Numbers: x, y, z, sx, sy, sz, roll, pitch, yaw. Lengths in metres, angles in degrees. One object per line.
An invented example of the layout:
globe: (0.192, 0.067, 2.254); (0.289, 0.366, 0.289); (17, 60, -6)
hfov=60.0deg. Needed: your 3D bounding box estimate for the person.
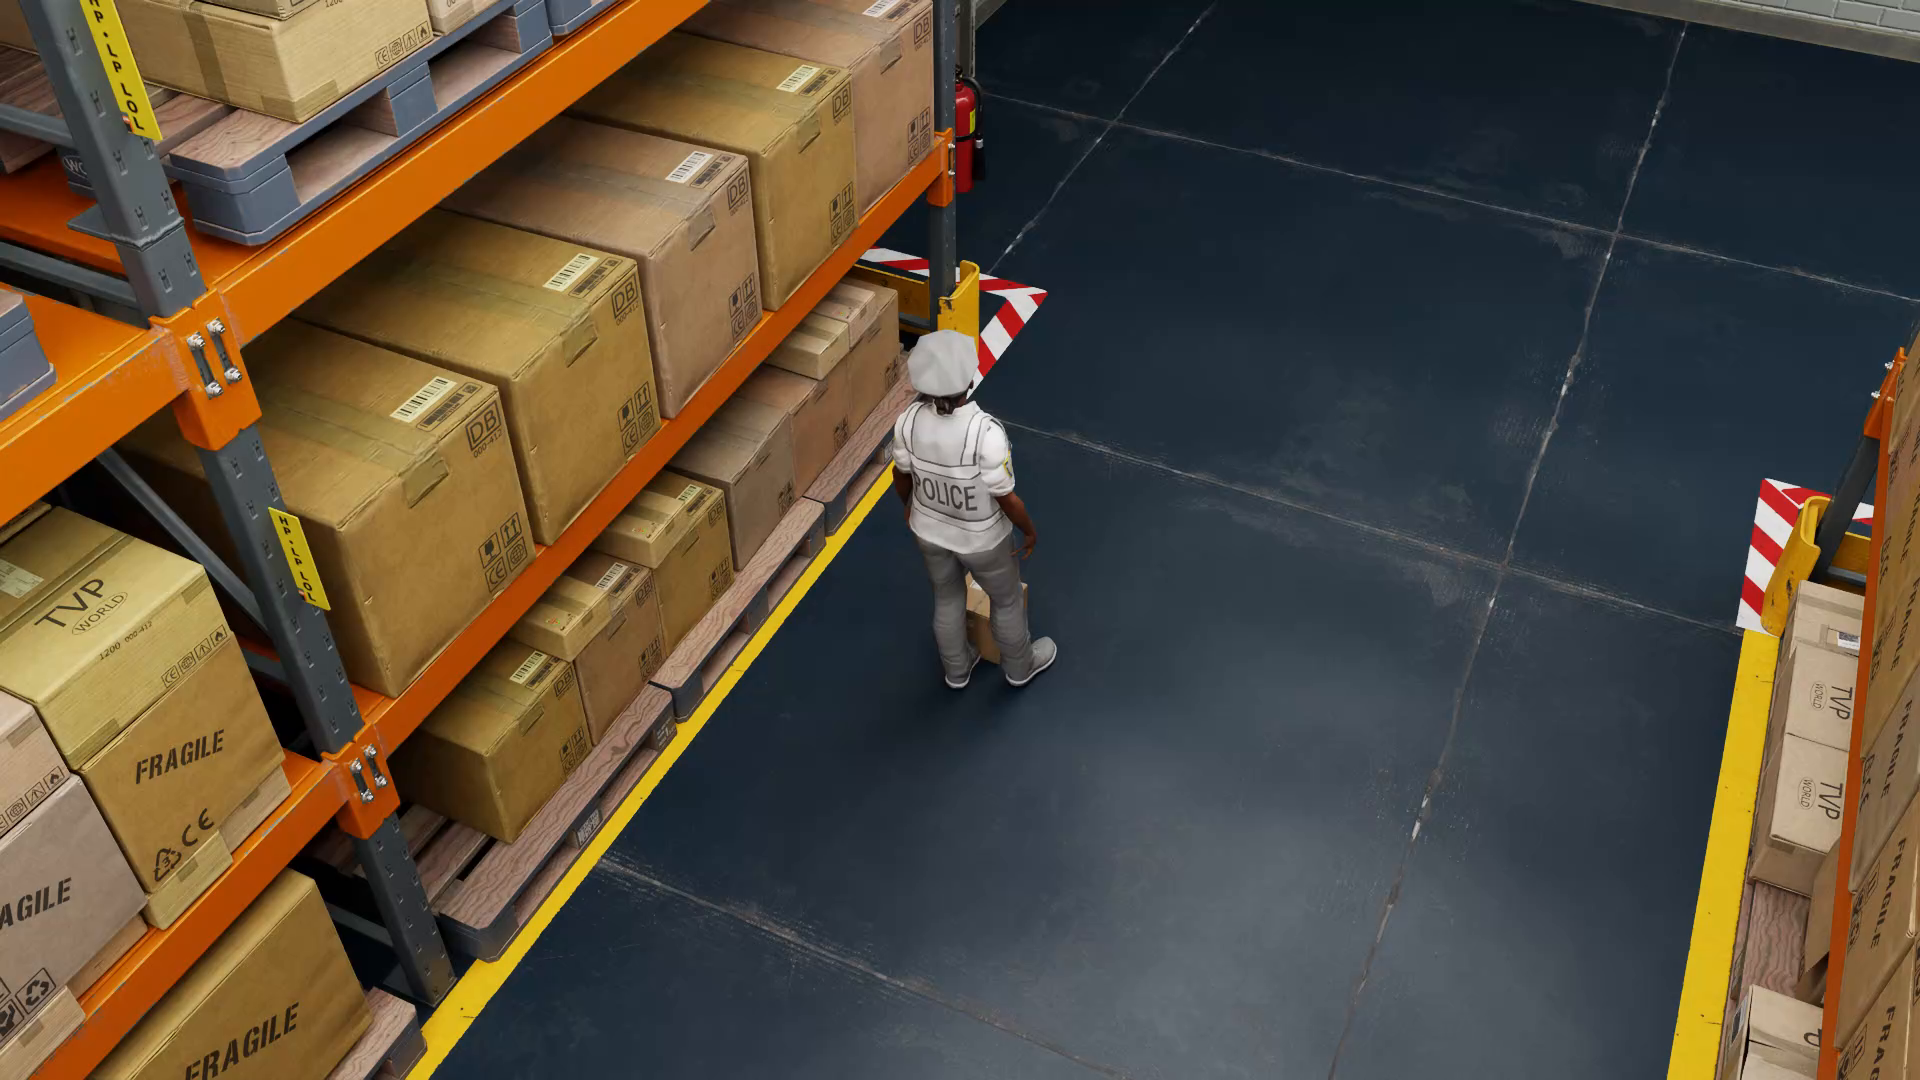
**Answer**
person: (0.053, -0.097, 6.229); (0.570, 1.698, 0.527); (17, 45, 18)
